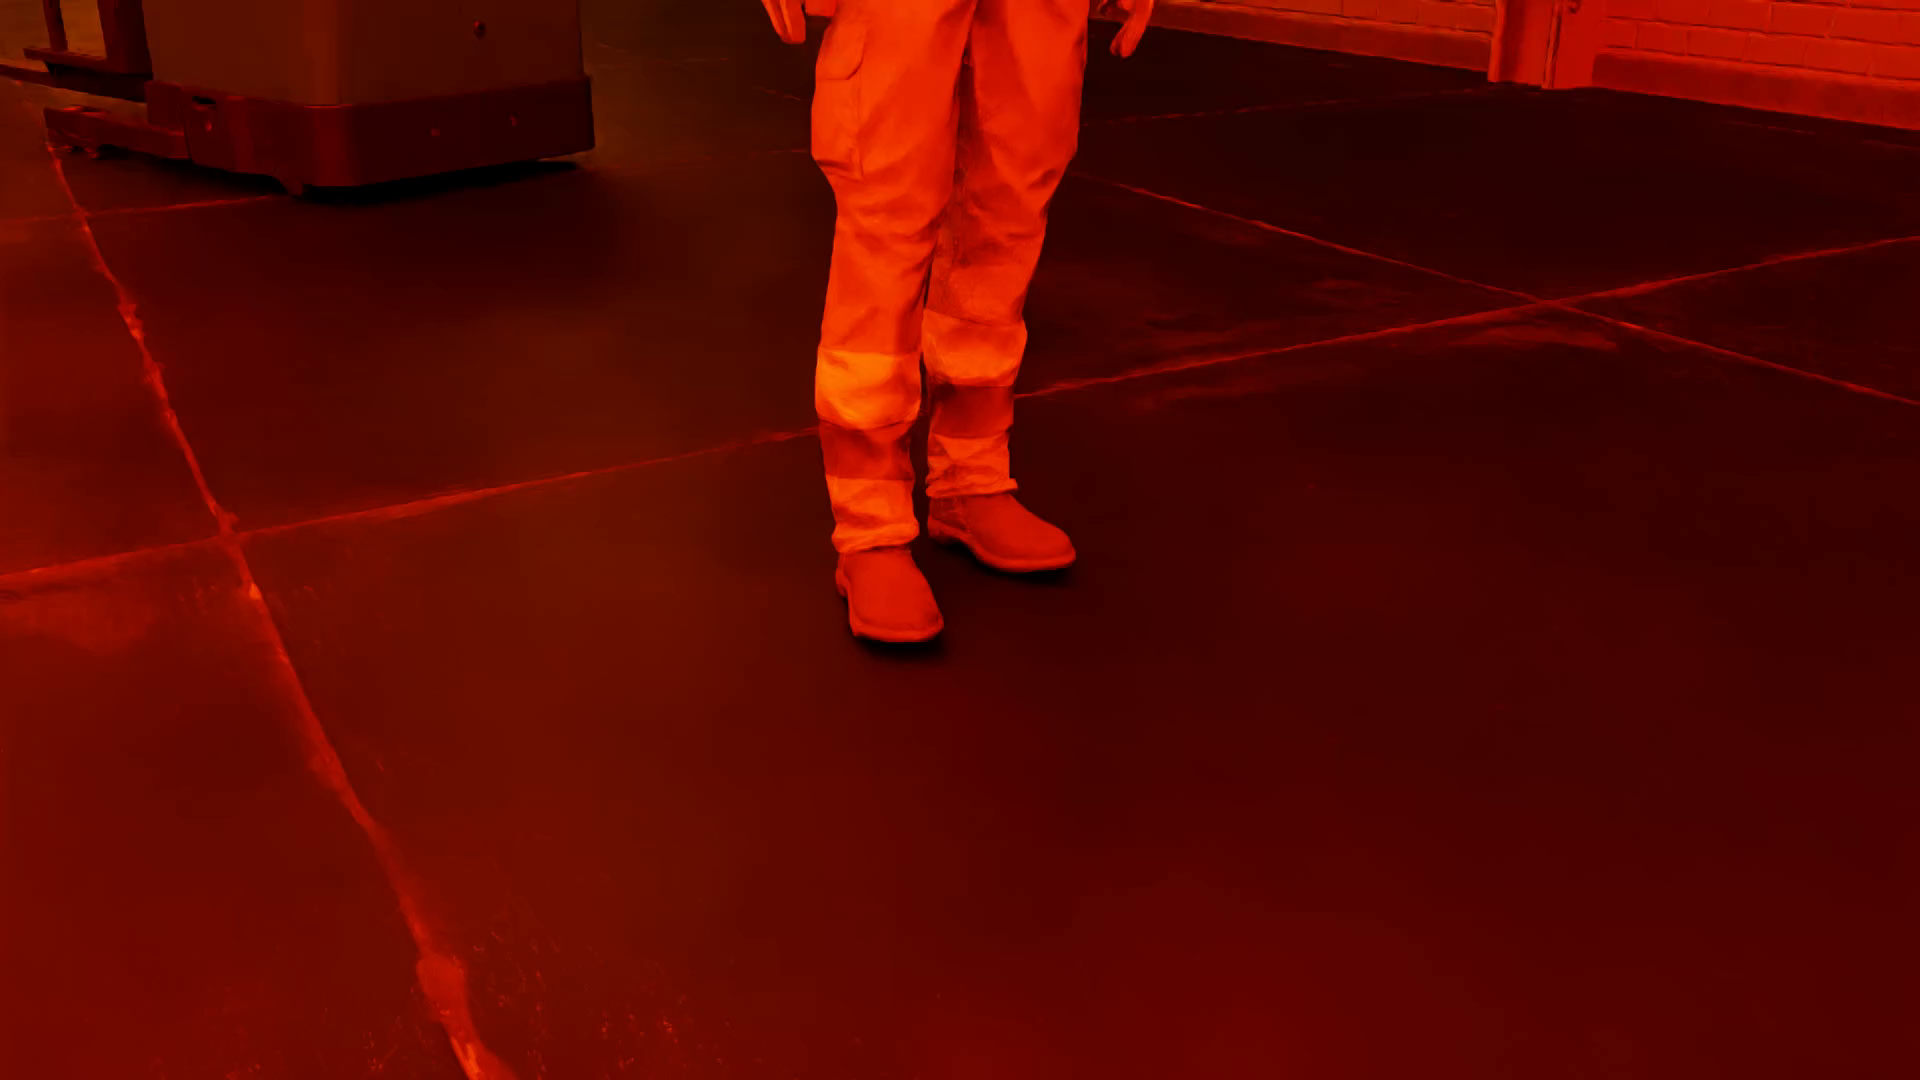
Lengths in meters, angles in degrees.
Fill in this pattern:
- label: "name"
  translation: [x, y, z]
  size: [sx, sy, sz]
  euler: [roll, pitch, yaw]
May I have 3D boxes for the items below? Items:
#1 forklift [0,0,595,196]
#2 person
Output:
- label: "forklift"
  translation: [-2.719, -2.868, 5.762]
  size: [3.031, 2.935, 1.130]
  euler: [18, 28, 36]
- label: "person"
  translation: [0.031, -0.806, 2.223]
  size: [0.637, 1.787, 0.563]
  euler: [-12, 25, -28]
